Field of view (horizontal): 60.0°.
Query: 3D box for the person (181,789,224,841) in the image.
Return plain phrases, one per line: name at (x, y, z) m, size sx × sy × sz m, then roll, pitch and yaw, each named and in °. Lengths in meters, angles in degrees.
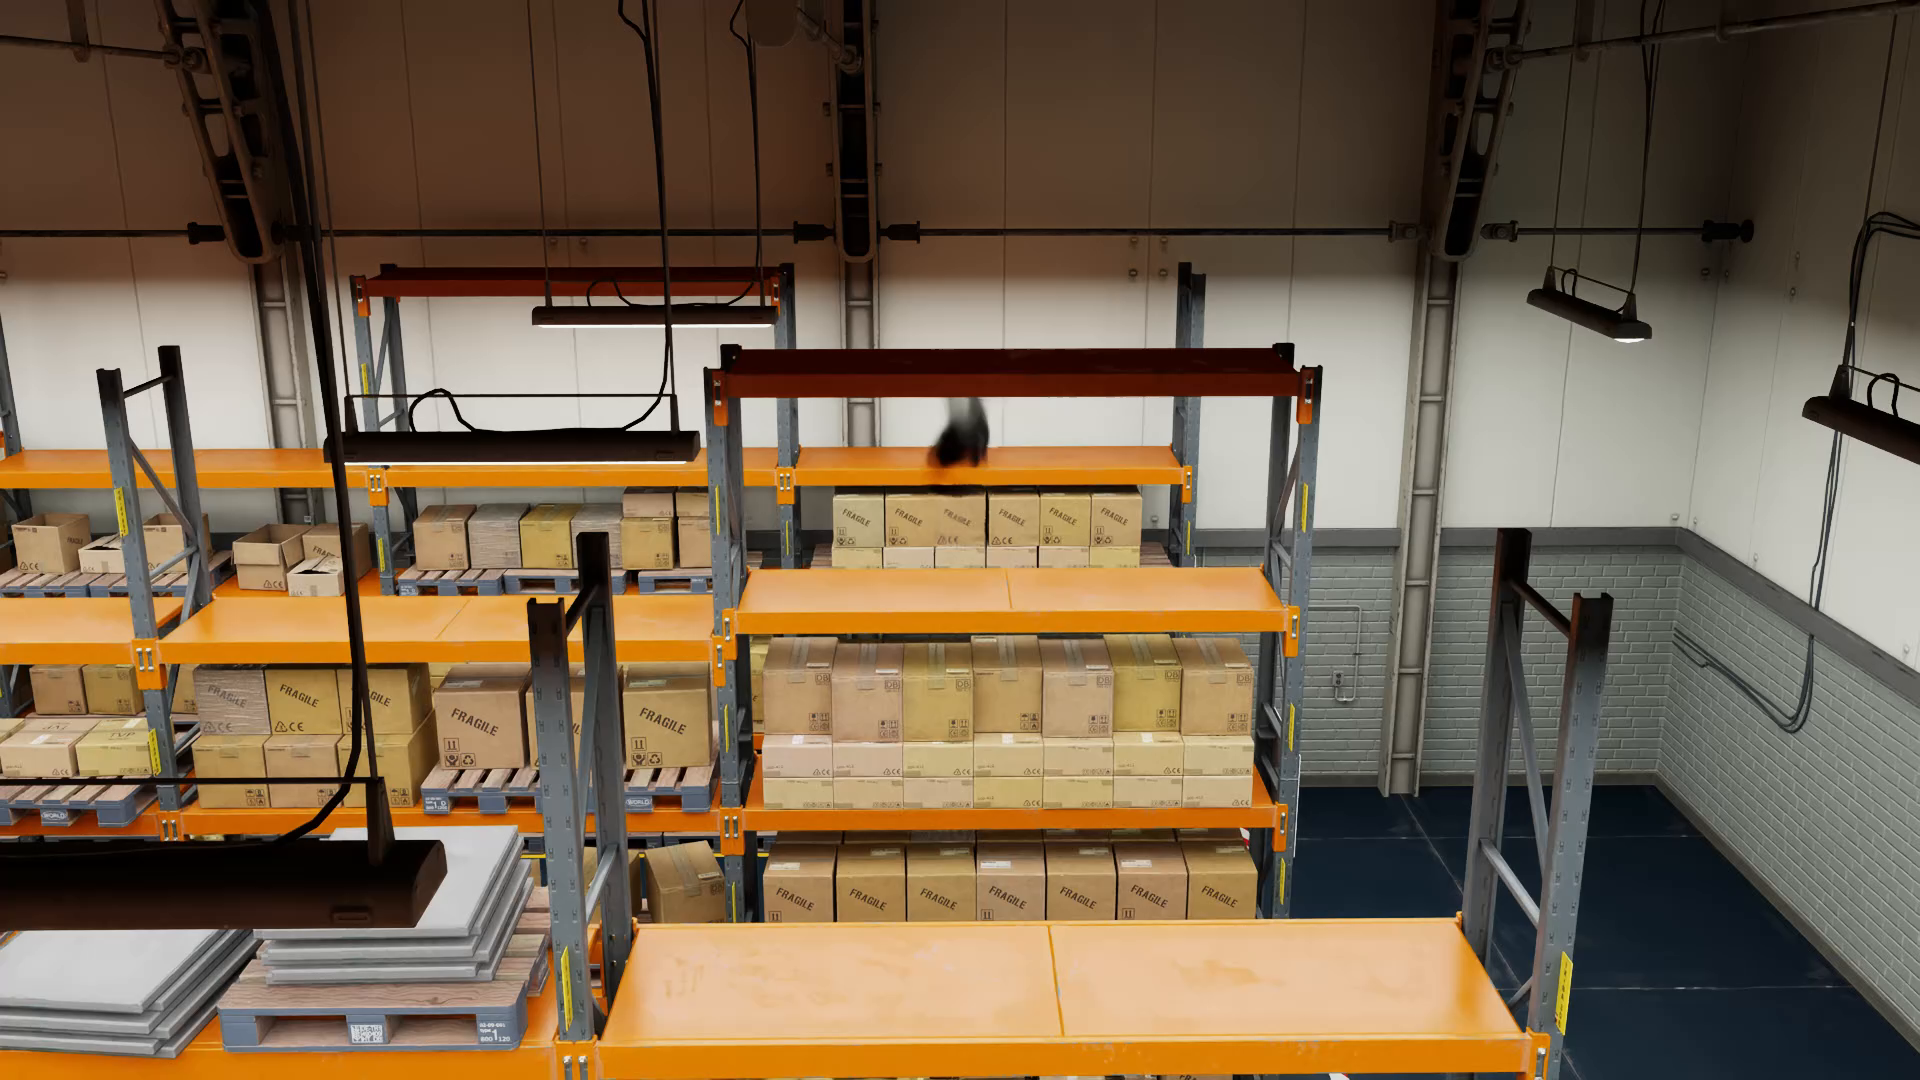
person at (-6.879, 3.049, 15.340) m, size 0.596 × 1.628 × 0.758 m, roll 15°, pitch 22°, yaw 42°
